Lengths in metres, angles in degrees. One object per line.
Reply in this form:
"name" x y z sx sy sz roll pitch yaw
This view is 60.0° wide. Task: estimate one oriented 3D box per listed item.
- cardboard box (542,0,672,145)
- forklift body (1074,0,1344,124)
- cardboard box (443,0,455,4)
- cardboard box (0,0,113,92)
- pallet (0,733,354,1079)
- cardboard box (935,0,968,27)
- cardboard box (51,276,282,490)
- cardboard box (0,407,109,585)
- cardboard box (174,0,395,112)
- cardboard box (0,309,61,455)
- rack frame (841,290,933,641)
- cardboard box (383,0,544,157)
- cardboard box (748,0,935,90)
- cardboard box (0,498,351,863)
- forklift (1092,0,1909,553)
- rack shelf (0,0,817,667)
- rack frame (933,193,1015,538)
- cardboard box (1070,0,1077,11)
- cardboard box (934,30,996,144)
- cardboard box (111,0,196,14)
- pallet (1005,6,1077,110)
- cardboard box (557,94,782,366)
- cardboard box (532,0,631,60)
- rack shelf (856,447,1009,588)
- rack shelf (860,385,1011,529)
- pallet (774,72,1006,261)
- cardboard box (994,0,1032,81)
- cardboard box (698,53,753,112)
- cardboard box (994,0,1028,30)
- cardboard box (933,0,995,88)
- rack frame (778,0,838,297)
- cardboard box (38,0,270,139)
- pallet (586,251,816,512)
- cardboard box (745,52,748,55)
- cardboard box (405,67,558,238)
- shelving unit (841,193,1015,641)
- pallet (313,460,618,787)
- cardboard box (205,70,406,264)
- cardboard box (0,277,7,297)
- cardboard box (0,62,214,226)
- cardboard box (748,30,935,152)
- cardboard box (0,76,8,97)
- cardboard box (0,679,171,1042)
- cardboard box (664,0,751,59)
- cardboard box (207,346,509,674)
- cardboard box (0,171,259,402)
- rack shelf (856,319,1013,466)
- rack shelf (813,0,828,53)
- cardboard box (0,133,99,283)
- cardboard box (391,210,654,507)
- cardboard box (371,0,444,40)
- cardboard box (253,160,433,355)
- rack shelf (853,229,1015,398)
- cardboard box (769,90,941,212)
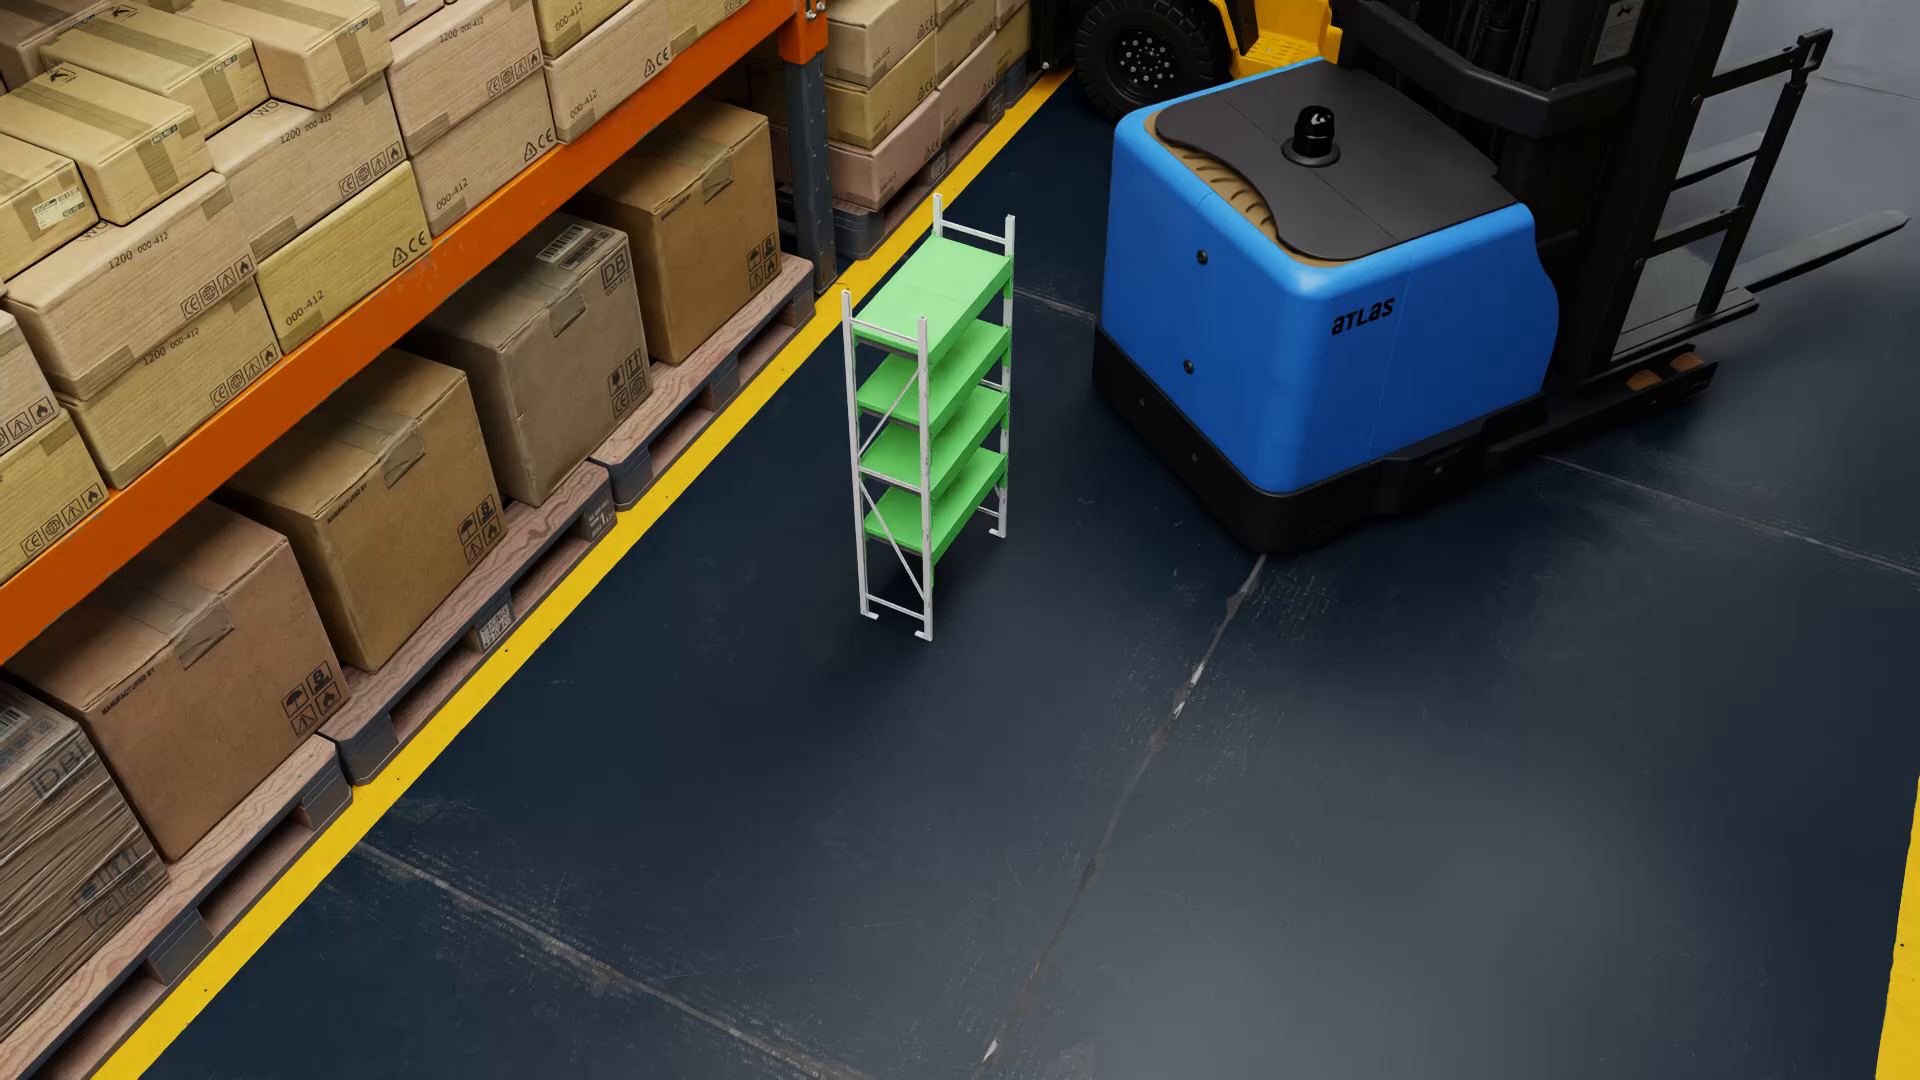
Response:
"cardboard box" -1.158 -1.381 4.612 0.500 0.250 0.500 20 49 19
"forklift body" 1.665 -2.581 6.289 2.313 2.155 1.214 20 49 19
"cardboard box" -1.335 -1.472 4.069 0.380 0.149 0.250 19 48 18
"cardboard box" -2.117 -1.145 3.746 0.380 0.149 0.250 22 49 20
"pallet" -2.367 0.838 4.273 1.003 0.211 1.213 20 49 19
"cardboard box" -0.178 -2.209 6.259 0.500 0.250 0.500 21 49 19
"cardboard box" -1.891 -0.425 3.666 0.500 0.250 0.500 19 48 18
"cardboard box" -2.124 -0.098 3.343 0.500 0.250 0.500 19 48 18
"cardboard box" -1.510 -1.124 3.725 0.380 0.149 0.250 19 48 18
"cardboard box" -2.128 -0.274 3.165 0.500 0.250 0.500 22 49 20
"rack frame" -0.190 -0.164 4.568 0.240 1.200 0.015 20 49 19
"cardboard box" -1.403 -1.239 4.120 0.500 0.250 0.500 21 49 20
"cardboard box" -0.425 -1.890 5.944 0.500 0.250 0.500 20 49 18
"cardboard box" -2.186 0.248 4.270 0.875 0.625 0.625 22 49 20
"forklift" 1.996 -1.752 4.921 3.031 2.935 1.130 -21 49 -19
"rack shelf" -1.856 -0.644 4.283 1.077 0.370 4.000 20 49 19
"rack frame" 0.036 -0.471 4.872 0.240 1.200 0.015 20 49 19
"cardboard box" 0.291 -2.500 7.250 0.500 0.250 0.500 22 49 20
"cardboard box" -0.187 -1.858 6.615 0.500 0.250 0.500 19 48 18
"cardboard box" -2.029 -1.324 3.923 0.380 0.149 0.250 21 49 19
"pallet" 0.044 -2.435 7.508 1.003 0.211 1.213 20 49 19
"cardboard box" -1.159 -1.137 5.639 0.875 0.625 0.625 23 50 21
"cardboard box" -1.161 -1.559 4.436 0.500 0.250 0.500 19 48 18
"rack shelf" -0.077 -0.104 4.936 0.258 0.148 0.480 20 49 19
"rack shelf" -0.077 -0.273 4.766 0.258 0.148 0.480 20 49 19
"pallet" -0.521 -1.663 6.746 1.003 0.211 1.213 20 49 19
"cardboard box" 0.037 -2.187 6.940 0.500 0.250 0.500 21 49 20
"cardboard box" -0.883 -1.888 6.293 0.500 0.250 0.500 19 48 18
"cardboard box" 0.046 -2.347 6.747 0.500 0.250 0.500 20 49 19
"cardboard box" -0.197 -2.034 6.438 0.500 0.250 0.500 20 49 19
"rack frame" -0.927 -2.156 5.272 1.000 3.000 0.127 20 49 19
"cardboard box" -1.750 -1.016 3.618 0.380 0.149 0.250 20 49 19
"pallet" -1.235 -0.699 5.793 1.003 0.211 1.213 20 49 19
"cardboard box" -0.870 -2.063 6.115 0.500 0.250 0.500 21 49 20
"cardboard box" -1.415 -1.079 4.313 0.500 0.250 0.500 21 49 19
"shelving unit" -0.077 -0.317 4.720 0.258 1.200 0.503 20 49 19
"pallet" -1.800 0.072 5.030 1.003 0.211 1.213 20 49 19
"cardboard box" -1.654 -0.927 3.812 0.500 0.250 0.500 21 49 20
"cardboard box" -2.046 -0.511 3.120 0.380 0.149 0.250 21 49 19
"cardboard box" -1.785 -0.820 3.425 0.380 0.149 0.250 21 49 20
"cardboard box" -0.429 -1.716 6.124 0.500 0.250 0.500 20 49 19
"cardboard box" -2.331 -1.018 3.620 0.380 0.149 0.250 20 49 18
"cardboard box" -2.482 0.662 3.861 0.875 0.625 0.625 22 49 20
"cardboard box" -0.929 -1.700 4.927 0.500 0.250 0.500 22 49 20
"cardboard box" -1.874 -0.176 4.690 0.875 0.625 0.625 19 48 17
"cardboard box" -1.869 -0.597 3.485 0.500 0.250 0.500 19 48 18
"rack shelf" -0.077 -0.441 4.595 0.258 0.148 0.480 20 49 19
"rack shelf" 0.001 -3.164 6.773 1.077 0.370 4.000 20 49 19
"cardboard box" -1.955 -0.679 3.286 0.380 0.149 0.250 21 49 19
"cardboard box" -1.526 -0.651 5.158 0.875 0.625 0.625 20 49 19
"cardboard box" -1.456 -1.316 3.916 0.380 0.149 0.250 21 49 19
"cardboard box" -1.648 -0.751 3.989 0.500 0.250 0.500 22 49 20
"rack shelf" -0.077 -0.610 4.424 0.258 0.148 0.480 20 49 19
"cardboard box" -0.409 -1.533 6.294 0.500 0.250 0.500 21 49 19
